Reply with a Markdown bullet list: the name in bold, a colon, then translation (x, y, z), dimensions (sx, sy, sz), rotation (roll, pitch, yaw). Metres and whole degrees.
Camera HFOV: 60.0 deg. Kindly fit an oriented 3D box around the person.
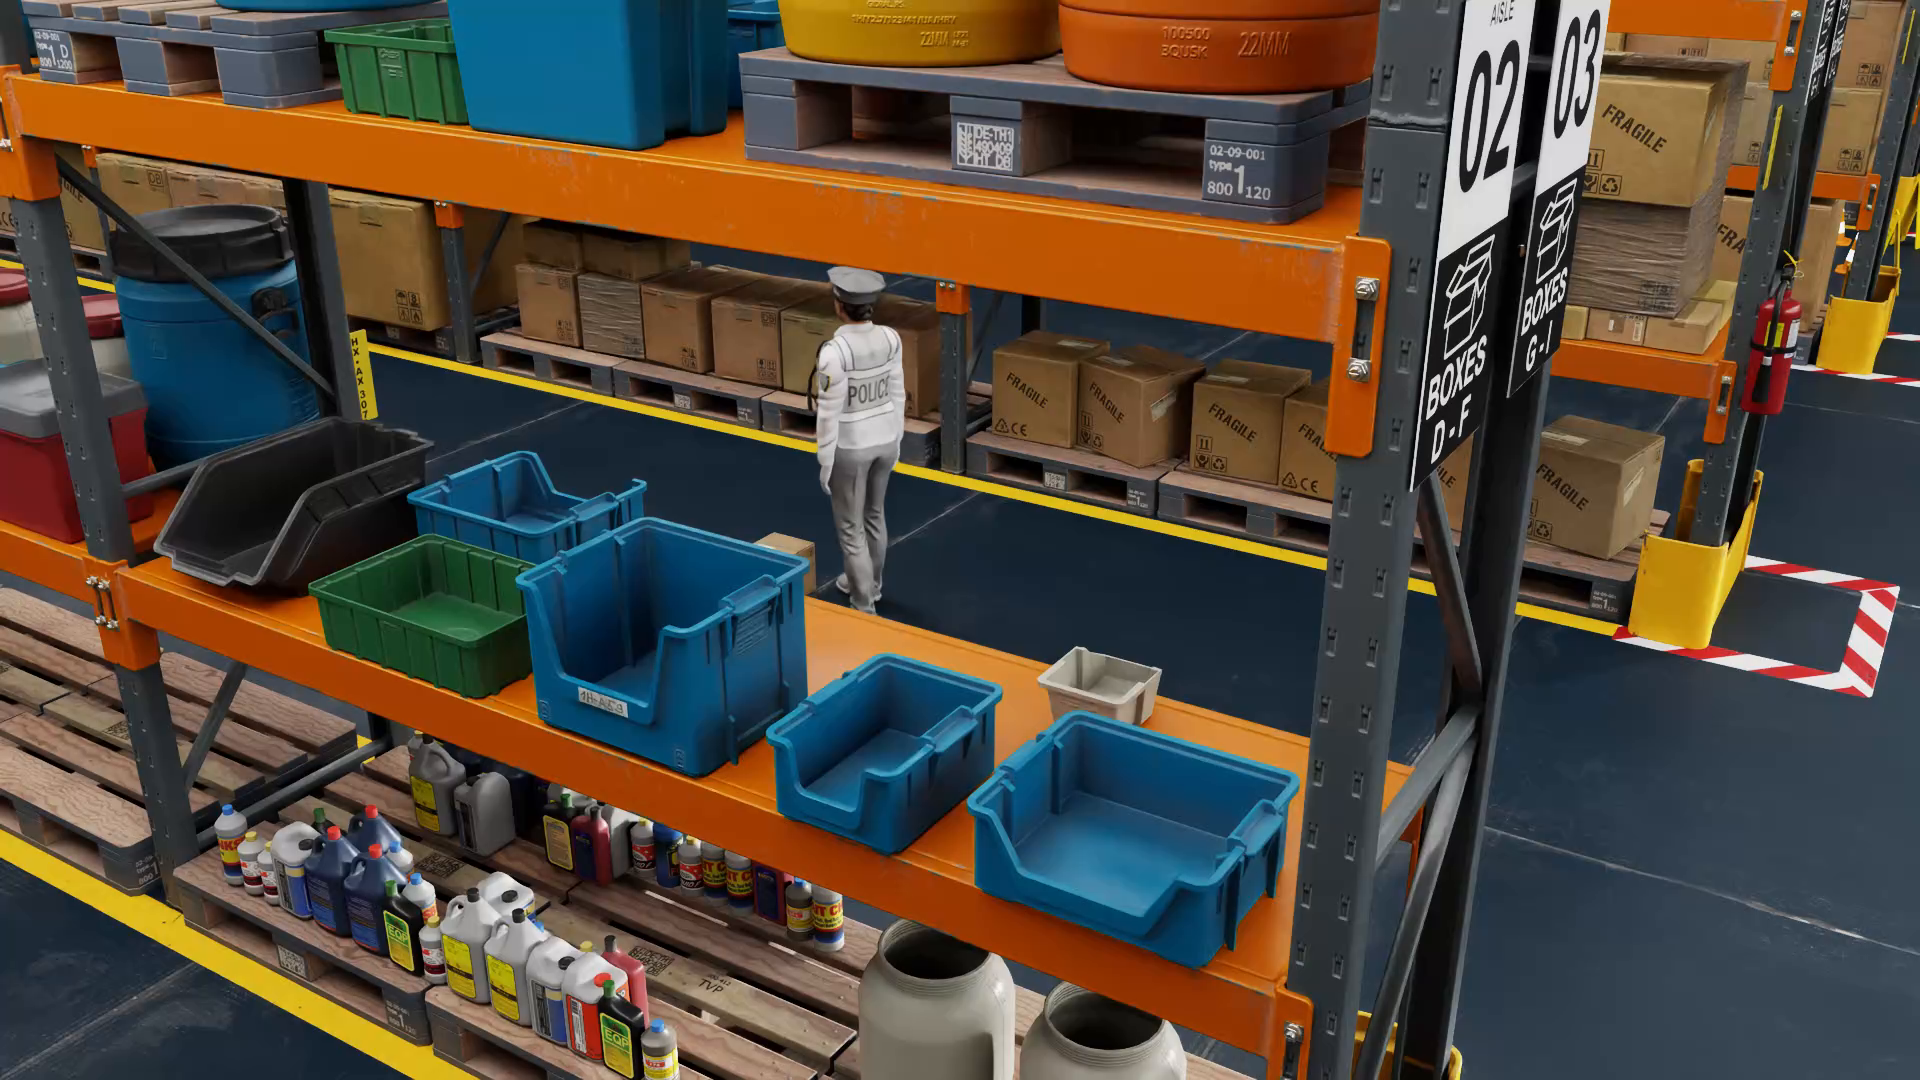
- **person**: translation (-0.507, -0.435, 7.573), dimensions (0.495, 1.673, 0.539), rotation (-20, 30, -38)
